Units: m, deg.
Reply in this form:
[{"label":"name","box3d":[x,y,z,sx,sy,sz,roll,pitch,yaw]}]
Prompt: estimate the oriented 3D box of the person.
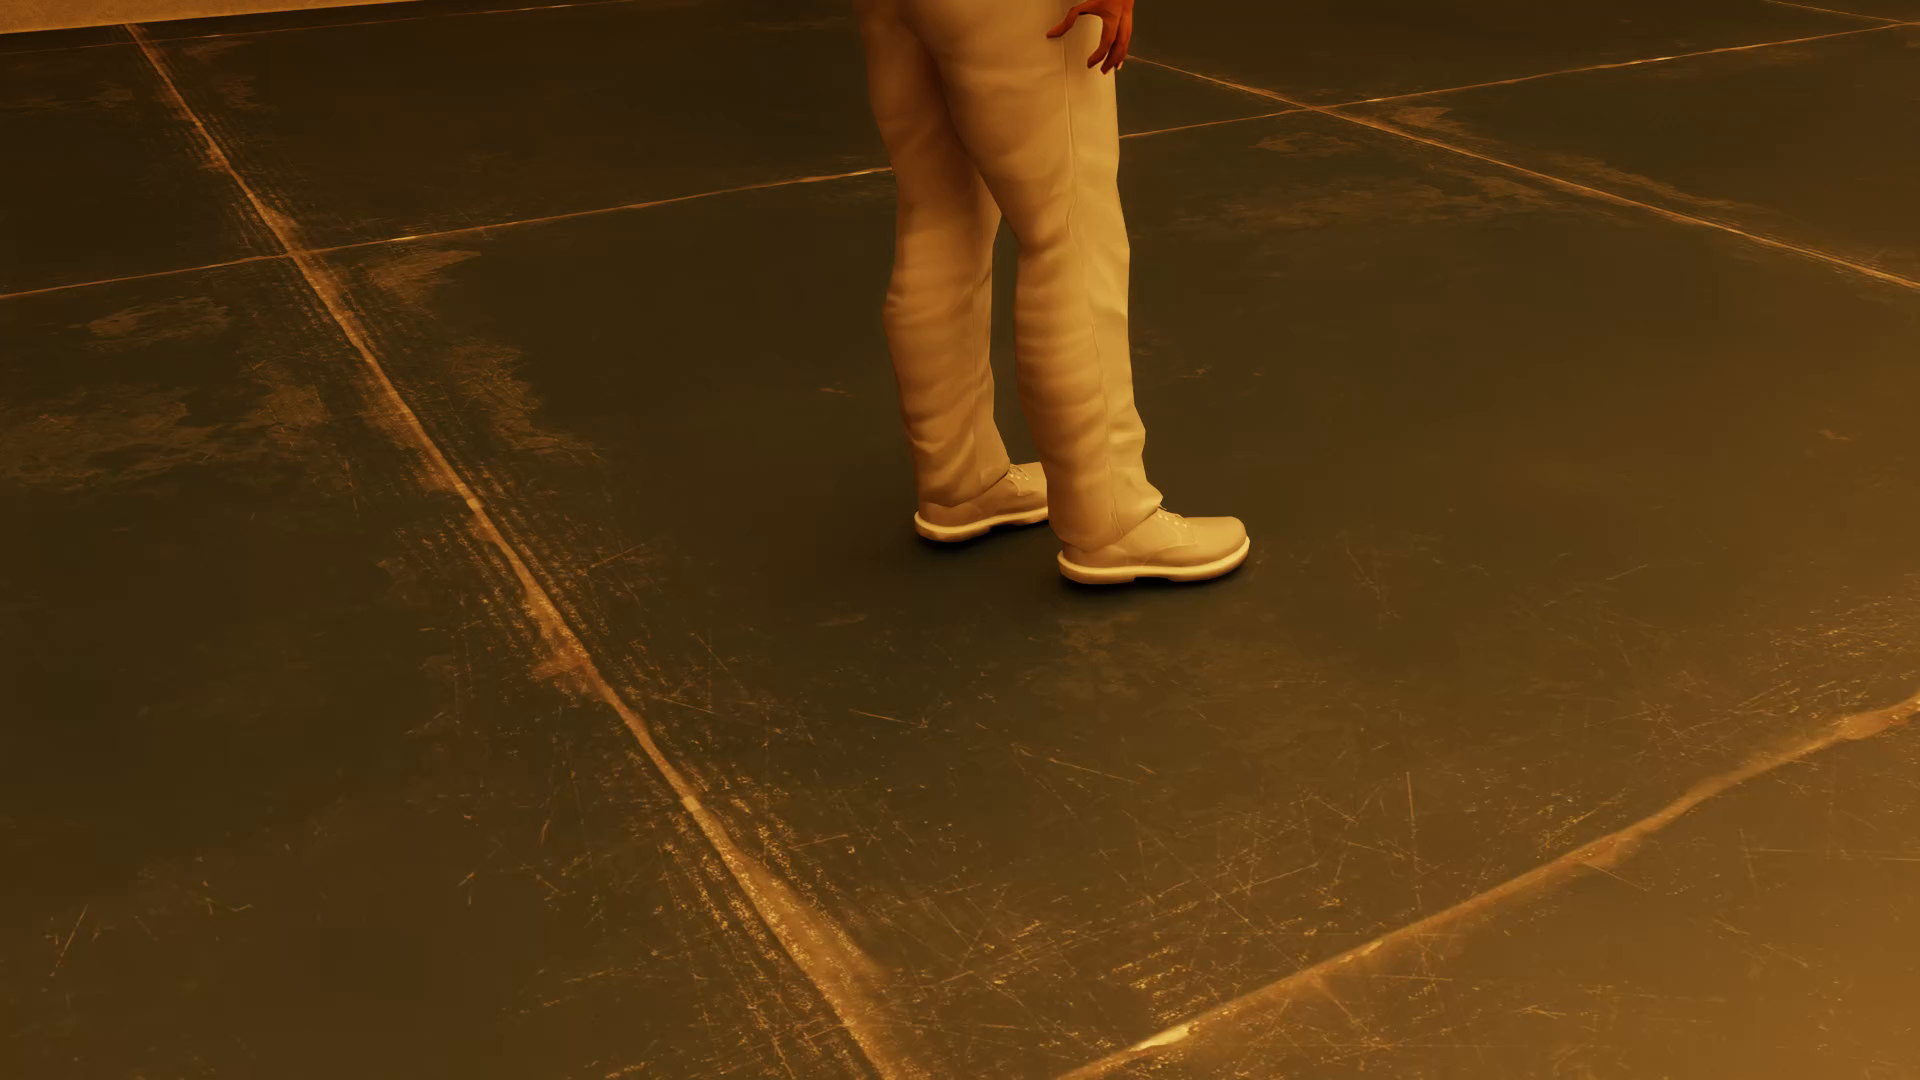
[{"label":"person","box3d":[0.075,-0.770,2.132,0.530,1.692,0.569,-15,30,-26]}]
